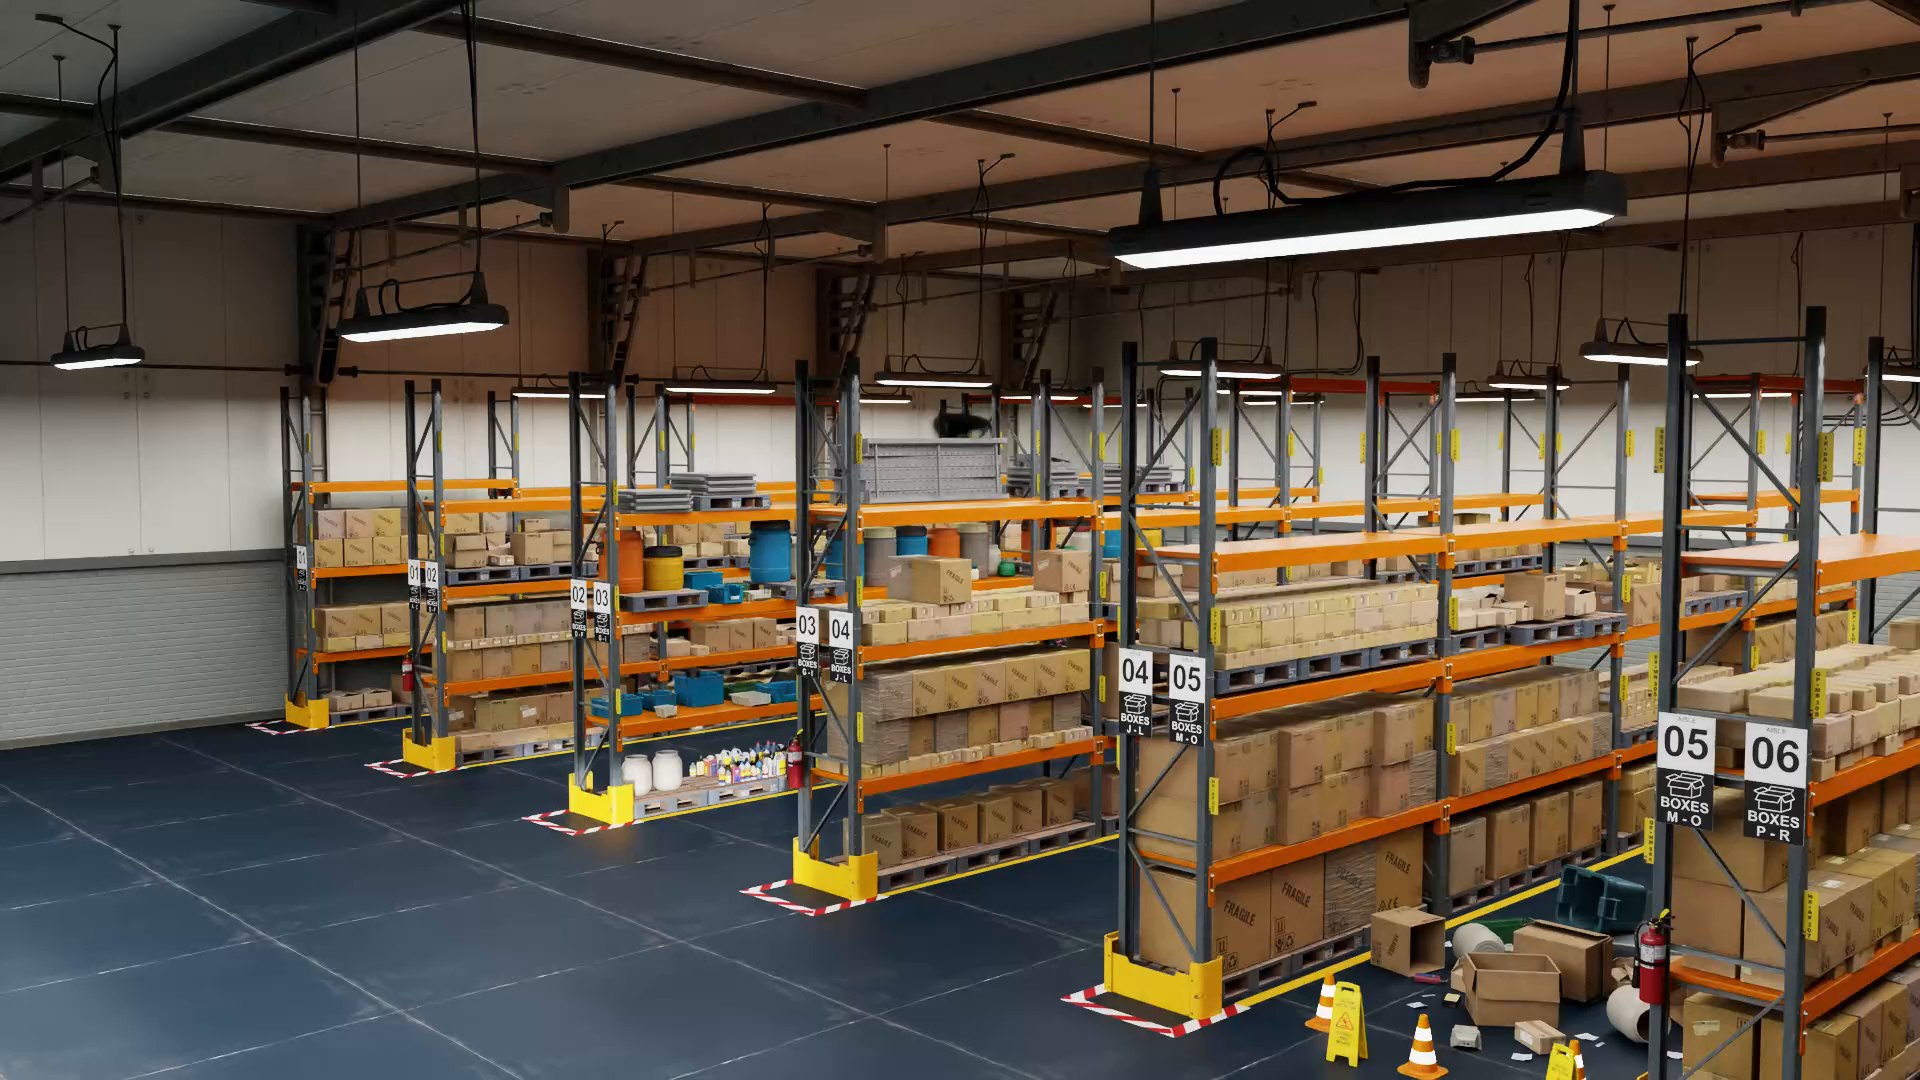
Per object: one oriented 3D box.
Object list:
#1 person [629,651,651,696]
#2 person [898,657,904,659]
[{"bbox_3d":[-5.898,2.398,30.935,0.786,1.614,0.555,-3,5,-43],"label":"person"},{"bbox_3d":[-1.017,2.517,28.540,0.891,1.659,0.586,-4,5,-44],"label":"person"}]
